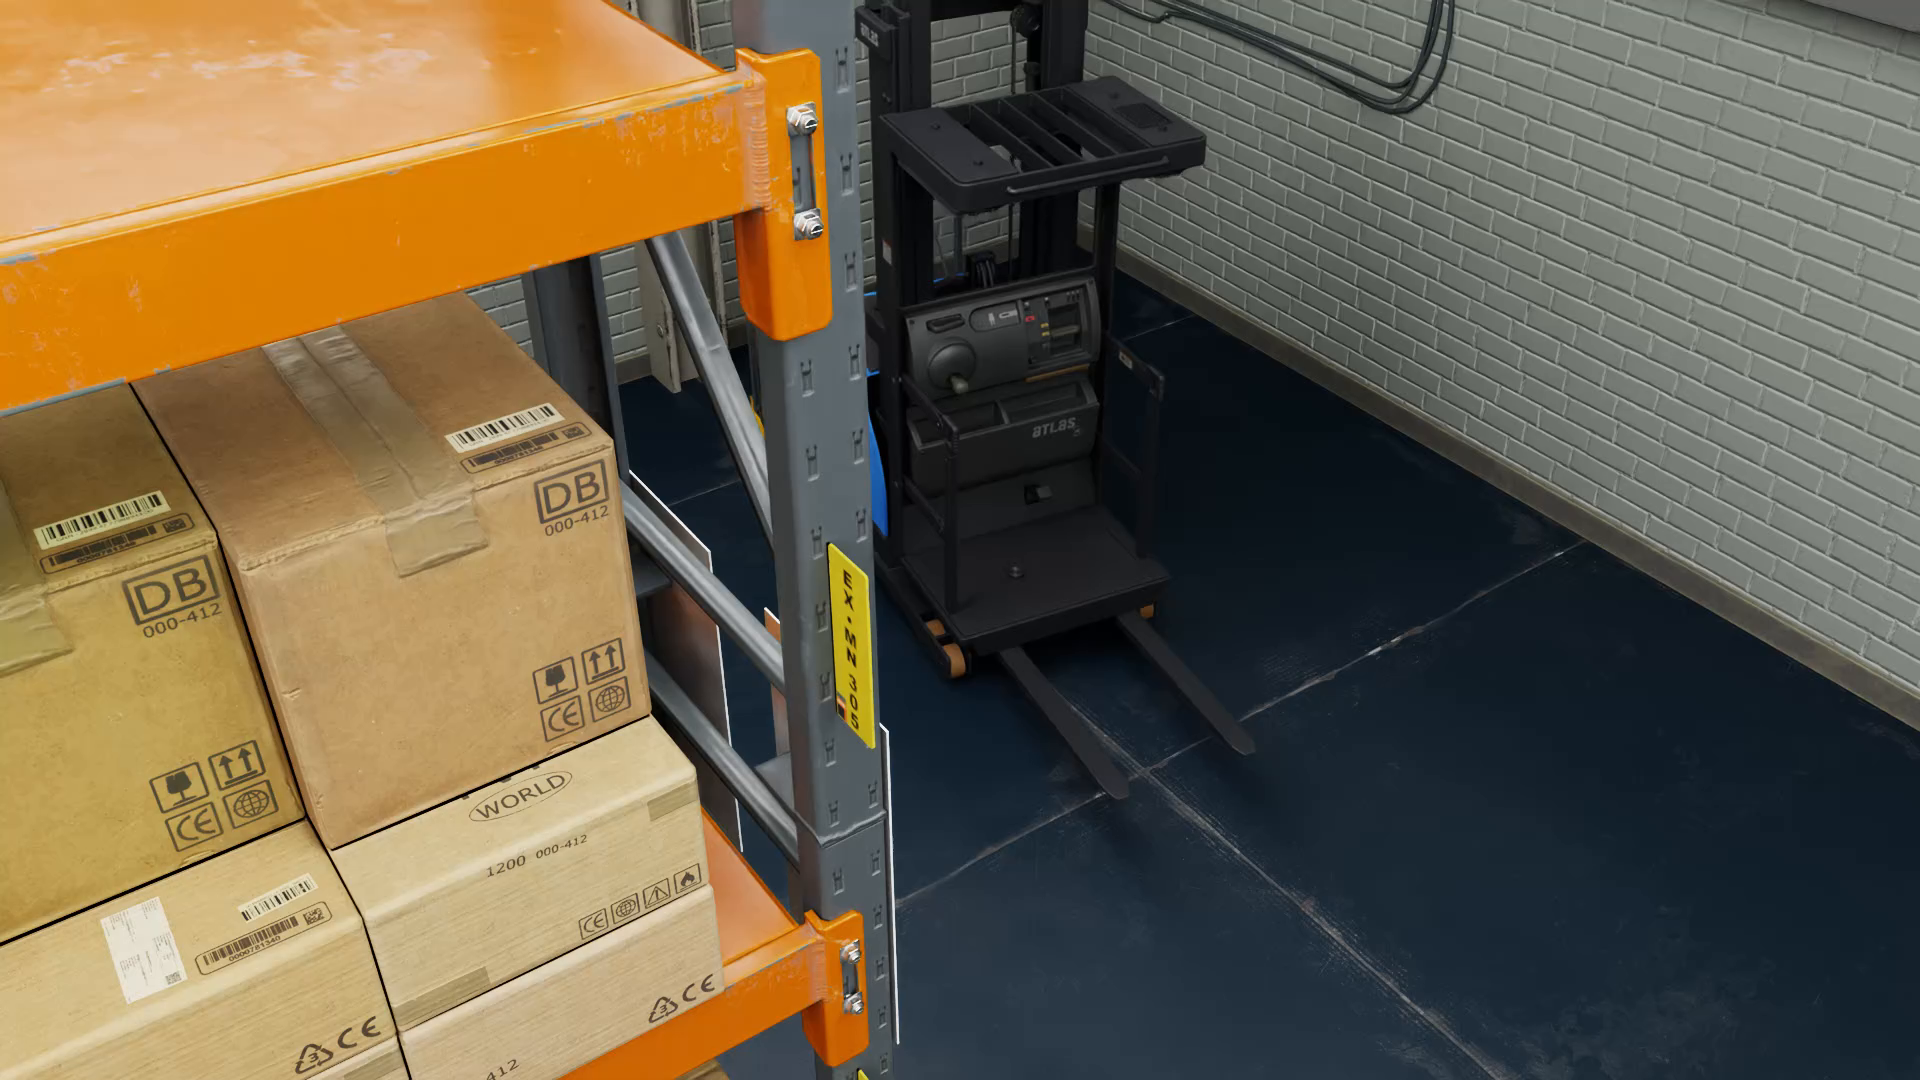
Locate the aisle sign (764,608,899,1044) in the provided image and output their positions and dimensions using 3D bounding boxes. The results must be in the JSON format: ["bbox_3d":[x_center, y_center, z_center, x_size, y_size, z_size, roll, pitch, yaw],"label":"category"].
[{"bbox_3d":[-0.230,0.533,3.026,0.004,0.787,0.394,-22,41,-28],"label":"aisle sign"}]

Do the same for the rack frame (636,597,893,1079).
[{"bbox_3d":[-0.462,1.466,3.957,0.127,3.000,1.000,-22,41,-28],"label":"rack frame"}]

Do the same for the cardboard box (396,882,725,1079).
[{"bbox_3d":[-0.730,0.607,2.709,0.500,0.250,0.500,-22,41,-28],"label":"cardboard box"}]

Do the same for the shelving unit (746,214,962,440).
[{"bbox_3d":[-0.563,-1.197,8.942,1.083,1.500,0.587,-16,39,-22],"label":"shelving unit"}]

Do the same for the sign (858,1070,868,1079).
[{"bbox_3d":[-0.159,1.139,3.149,0.005,0.325,0.100,-22,41,-28],"label":"sign"}]

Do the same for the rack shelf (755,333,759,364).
[{"bbox_3d":[-0.570,-1.048,9.044,1.000,0.185,0.538,-16,39,-22],"label":"rack shelf"}]

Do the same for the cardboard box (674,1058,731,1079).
[{"bbox_3d":[-0.667,1.300,3.245,0.500,0.500,0.500,-23,42,-28],"label":"cardboard box"}]

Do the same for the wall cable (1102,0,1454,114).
[{"bbox_3d":[1.510,-3.804,8.805,0.112,2.526,3.097,-22,41,-28],"label":"wall cable"}]

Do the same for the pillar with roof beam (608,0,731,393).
[{"bbox_3d":[0.870,-2.599,4.470,0.400,9.000,9.100,-22,41,-28],"label":"pillar with roof beam"}]

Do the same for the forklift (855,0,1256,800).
[{"bbox_3d":[0.294,-0.841,7.222,1.130,2.935,3.031,-15,38,-20],"label":"forklift"}]

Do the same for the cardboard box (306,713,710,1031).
[{"bbox_3d":[-0.735,0.400,2.569,0.500,0.250,0.500,-22,41,-28],"label":"cardboard box"}]

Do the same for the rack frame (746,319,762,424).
[{"bbox_3d":[-1.024,-1.060,8.752,0.032,1.500,0.500,-16,39,-22],"label":"rack frame"}]

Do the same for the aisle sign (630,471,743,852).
[{"bbox_3d":[-0.575,0.247,3.424,0.004,0.787,0.394,-22,41,-28],"label":"aisle sign"}]

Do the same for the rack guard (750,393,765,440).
[{"bbox_3d":[-1.006,-0.557,9.124,0.087,0.250,0.587,-16,39,-22],"label":"rack guard"}]

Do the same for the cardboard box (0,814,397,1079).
[{"bbox_3d":[-1.143,0.569,2.335,0.500,0.250,0.500,-22,41,-28],"label":"cardboard box"}]

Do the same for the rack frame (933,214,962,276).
[{"bbox_3d":[-0.117,-1.329,9.125,0.032,1.500,0.500,-16,39,-22],"label":"rack frame"}]

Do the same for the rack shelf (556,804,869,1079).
[{"bbox_3d":[-2.097,1.213,2.356,4.000,0.370,1.077,-22,41,-28],"label":"rack shelf"}]

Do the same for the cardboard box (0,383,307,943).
[{"bbox_3d":[-1.330,0.110,2.331,0.500,0.500,0.700,-22,41,-28],"label":"cardboard box"}]

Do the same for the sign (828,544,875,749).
[{"bbox_3d":[-0.159,0.160,2.445,0.005,0.325,0.100,-22,41,-28],"label":"sign"}]

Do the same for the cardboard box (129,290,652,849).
[{"bbox_3d":[-0.872,-0.018,2.509,0.500,0.500,0.700,-22,41,-28],"label":"cardboard box"}]

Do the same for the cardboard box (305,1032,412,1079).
[{"bbox_3d":[-1.145,0.770,2.483,0.500,0.250,0.500,-22,41,-28],"label":"cardboard box"}]

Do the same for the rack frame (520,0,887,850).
[{"bbox_3d":[-0.462,-0.970,2.205,0.127,3.000,1.000,-22,41,-28],"label":"rack frame"}]

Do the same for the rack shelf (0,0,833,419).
[{"bbox_3d":[-2.097,-0.004,1.481,4.000,0.370,1.077,-22,41,-28],"label":"rack shelf"}]
